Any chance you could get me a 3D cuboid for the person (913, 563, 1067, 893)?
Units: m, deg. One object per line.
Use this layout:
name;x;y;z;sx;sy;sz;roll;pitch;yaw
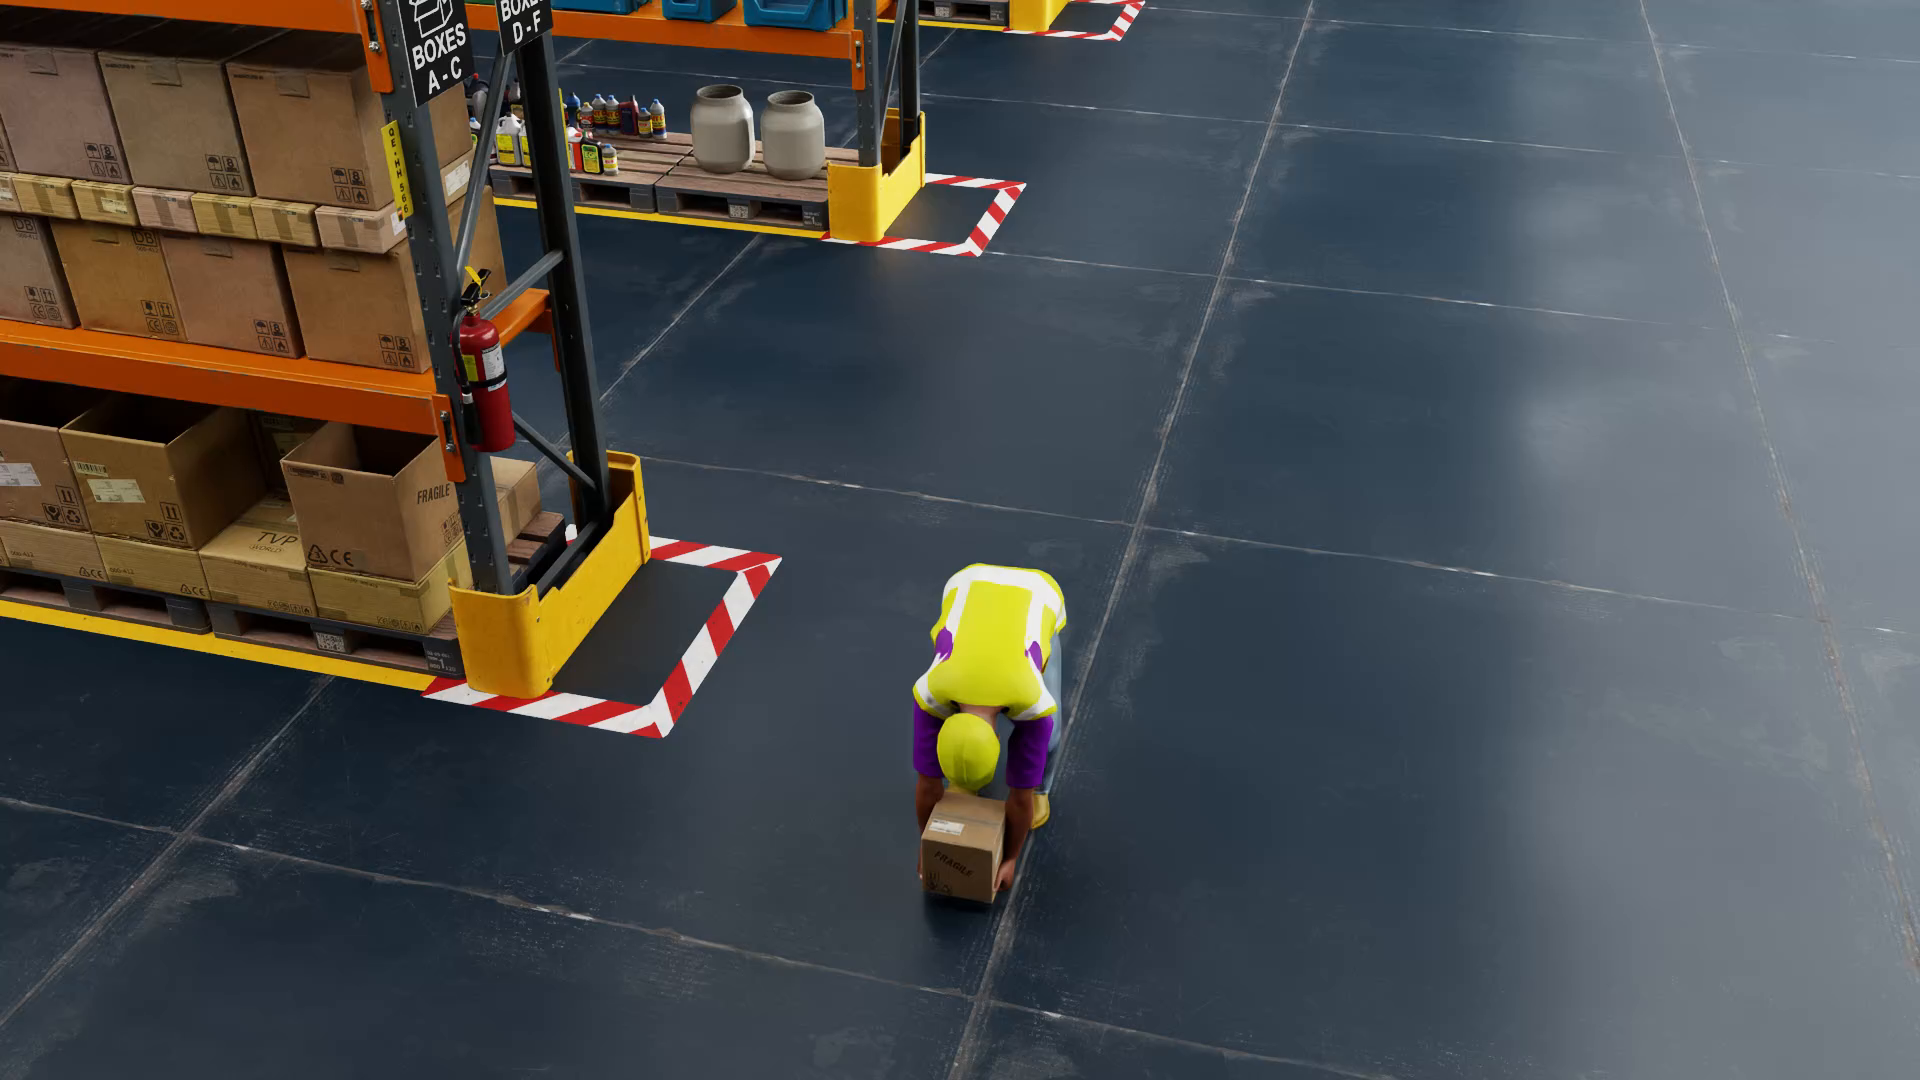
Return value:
person;0.105;0.660;5.811;0.498;0.979;0.974;7;33;10
